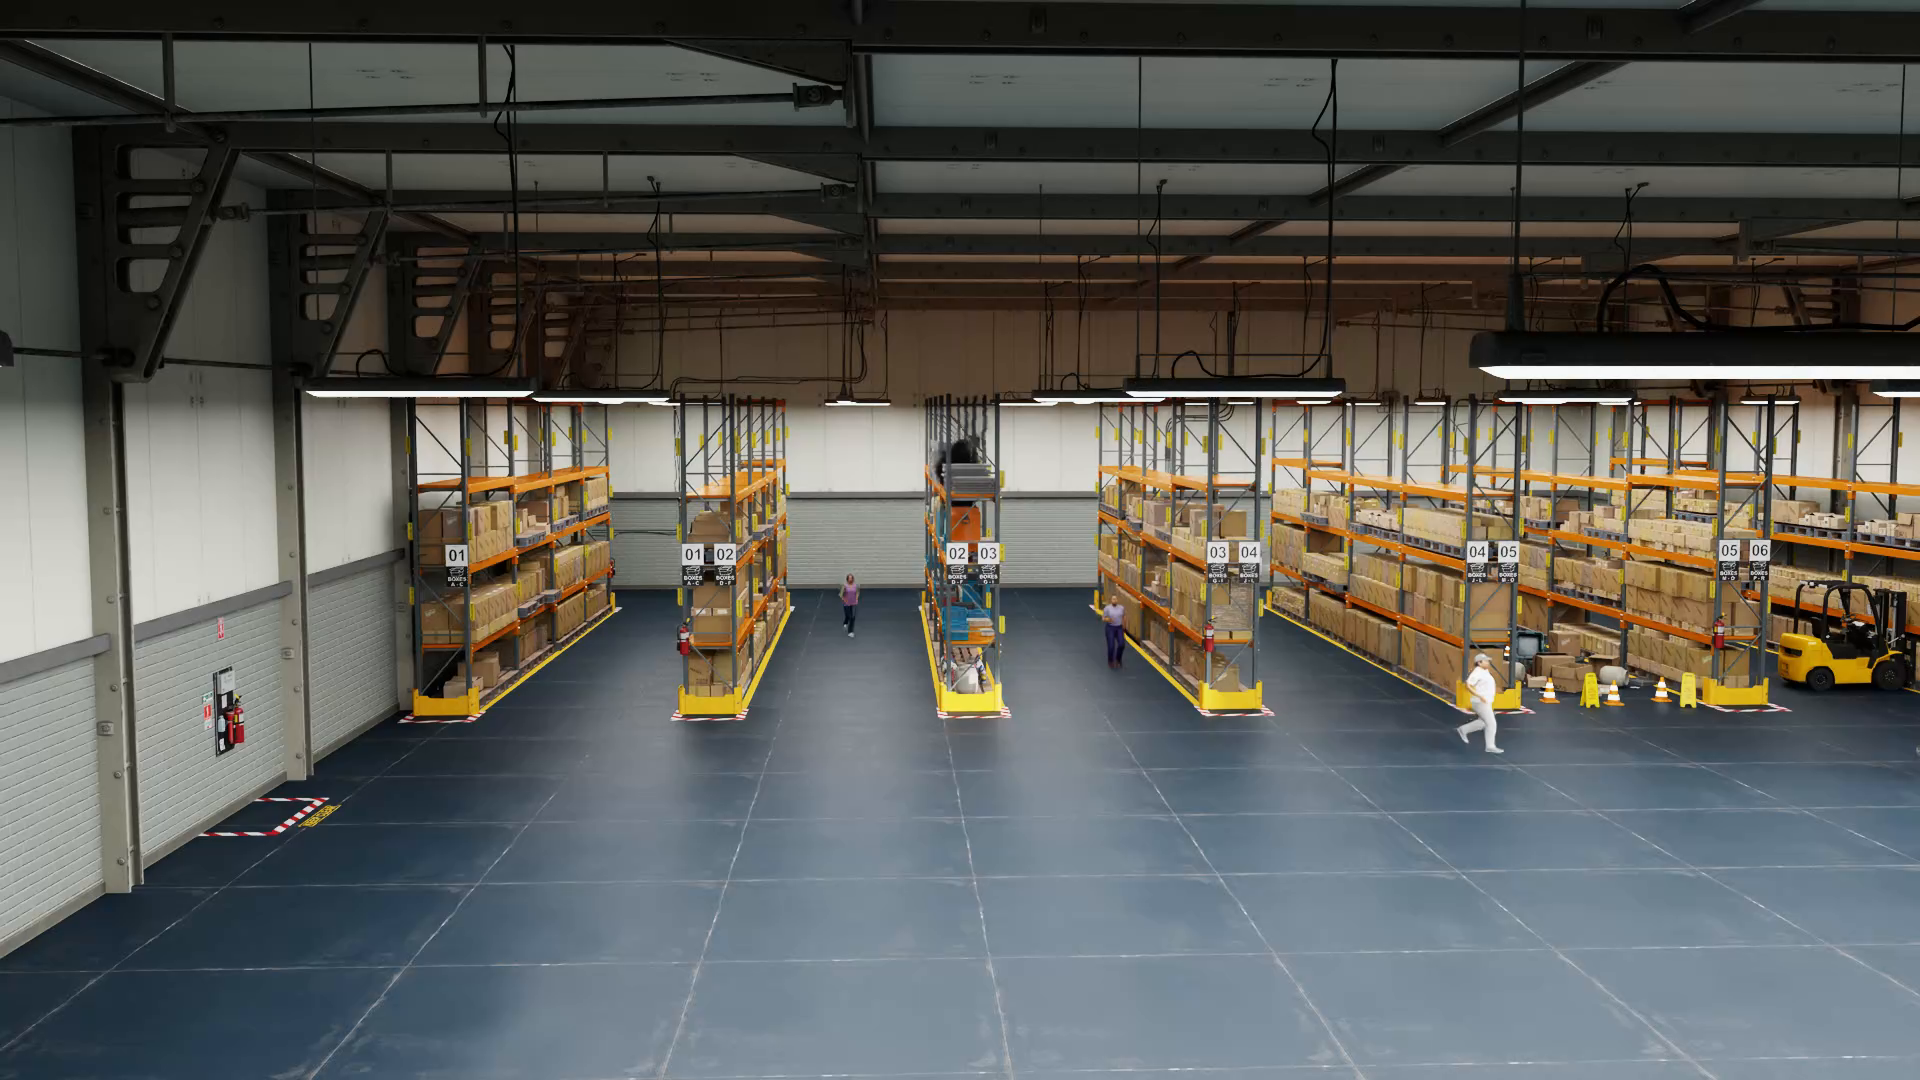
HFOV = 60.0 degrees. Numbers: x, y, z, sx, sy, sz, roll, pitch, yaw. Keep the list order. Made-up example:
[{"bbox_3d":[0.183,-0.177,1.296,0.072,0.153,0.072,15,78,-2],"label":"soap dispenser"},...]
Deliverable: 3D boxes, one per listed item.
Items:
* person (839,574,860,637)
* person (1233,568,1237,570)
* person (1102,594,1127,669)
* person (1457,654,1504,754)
[{"bbox_3d":[-2.771,1.630,41.821,0.548,1.567,0.731,-1,5,-18],"label":"person"},{"bbox_3d":[7.888,1.084,48.255,0.694,1.719,0.673,-3,5,-34],"label":"person"},{"bbox_3d":[3.419,2.025,36.607,0.586,1.656,0.629,0,5,-5],"label":"person"},{"bbox_3d":[8.692,2.711,27.779,0.823,1.634,0.620,3,5,33],"label":"person"}]
